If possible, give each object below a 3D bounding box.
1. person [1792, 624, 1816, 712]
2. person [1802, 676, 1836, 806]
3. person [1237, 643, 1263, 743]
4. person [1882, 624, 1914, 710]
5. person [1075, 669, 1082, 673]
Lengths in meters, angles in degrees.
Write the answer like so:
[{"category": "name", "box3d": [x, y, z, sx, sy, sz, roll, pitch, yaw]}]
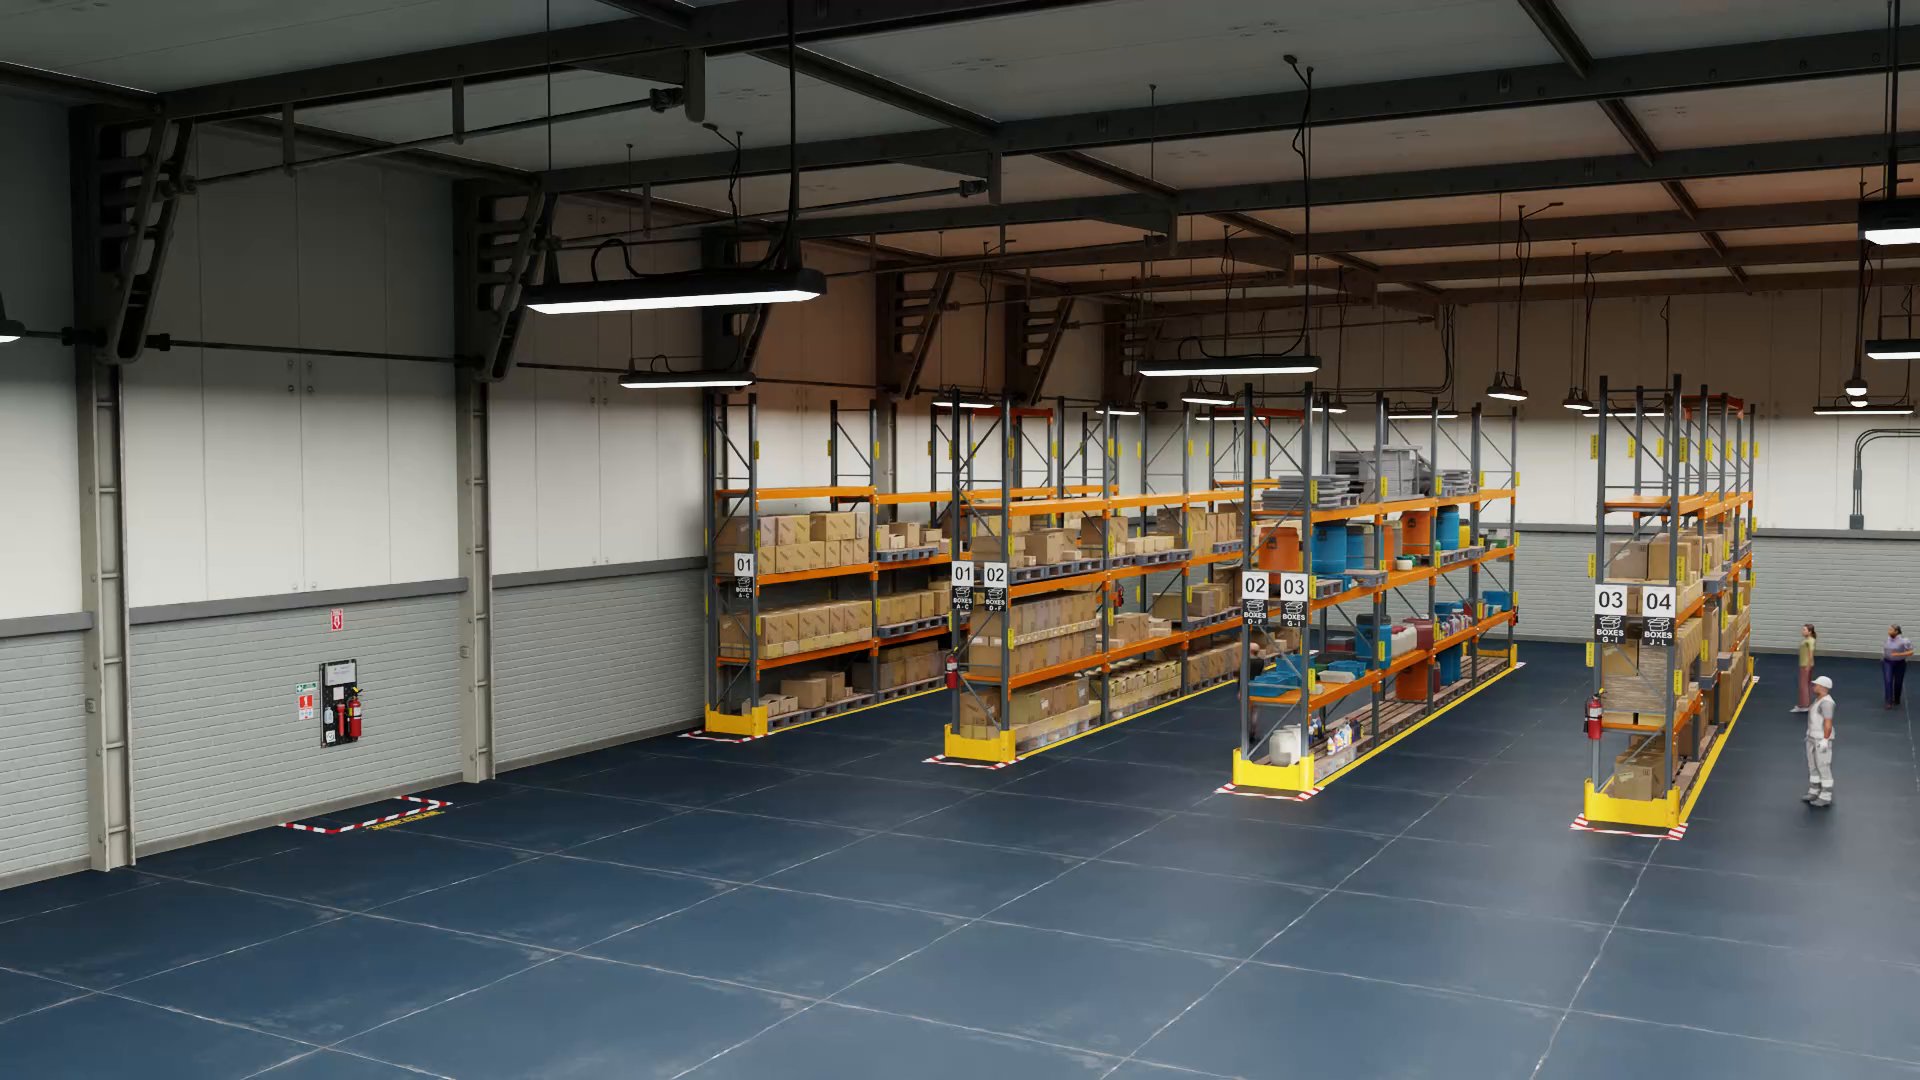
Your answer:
[{"category": "person", "box3d": [16.187, 2.448, 31.868, 0.375, 1.686, 0.540, 2, 4, 34]}, {"category": "person", "box3d": [12.171, 2.825, 23.563, 0.401, 1.797, 0.589, 0, 3, -1]}, {"category": "person", "box3d": [4.926, 2.612, 28.556, 0.545, 1.719, 0.628, -2, 4, -28]}, {"category": "person", "box3d": [18.084, 2.430, 32.073, 0.523, 1.603, 1.028, 2, 4, 30]}, {"category": "person", "box3d": [2.334, 2.031, 35.437, 0.615, 1.760, 0.591, -1, 3, -14]}]
